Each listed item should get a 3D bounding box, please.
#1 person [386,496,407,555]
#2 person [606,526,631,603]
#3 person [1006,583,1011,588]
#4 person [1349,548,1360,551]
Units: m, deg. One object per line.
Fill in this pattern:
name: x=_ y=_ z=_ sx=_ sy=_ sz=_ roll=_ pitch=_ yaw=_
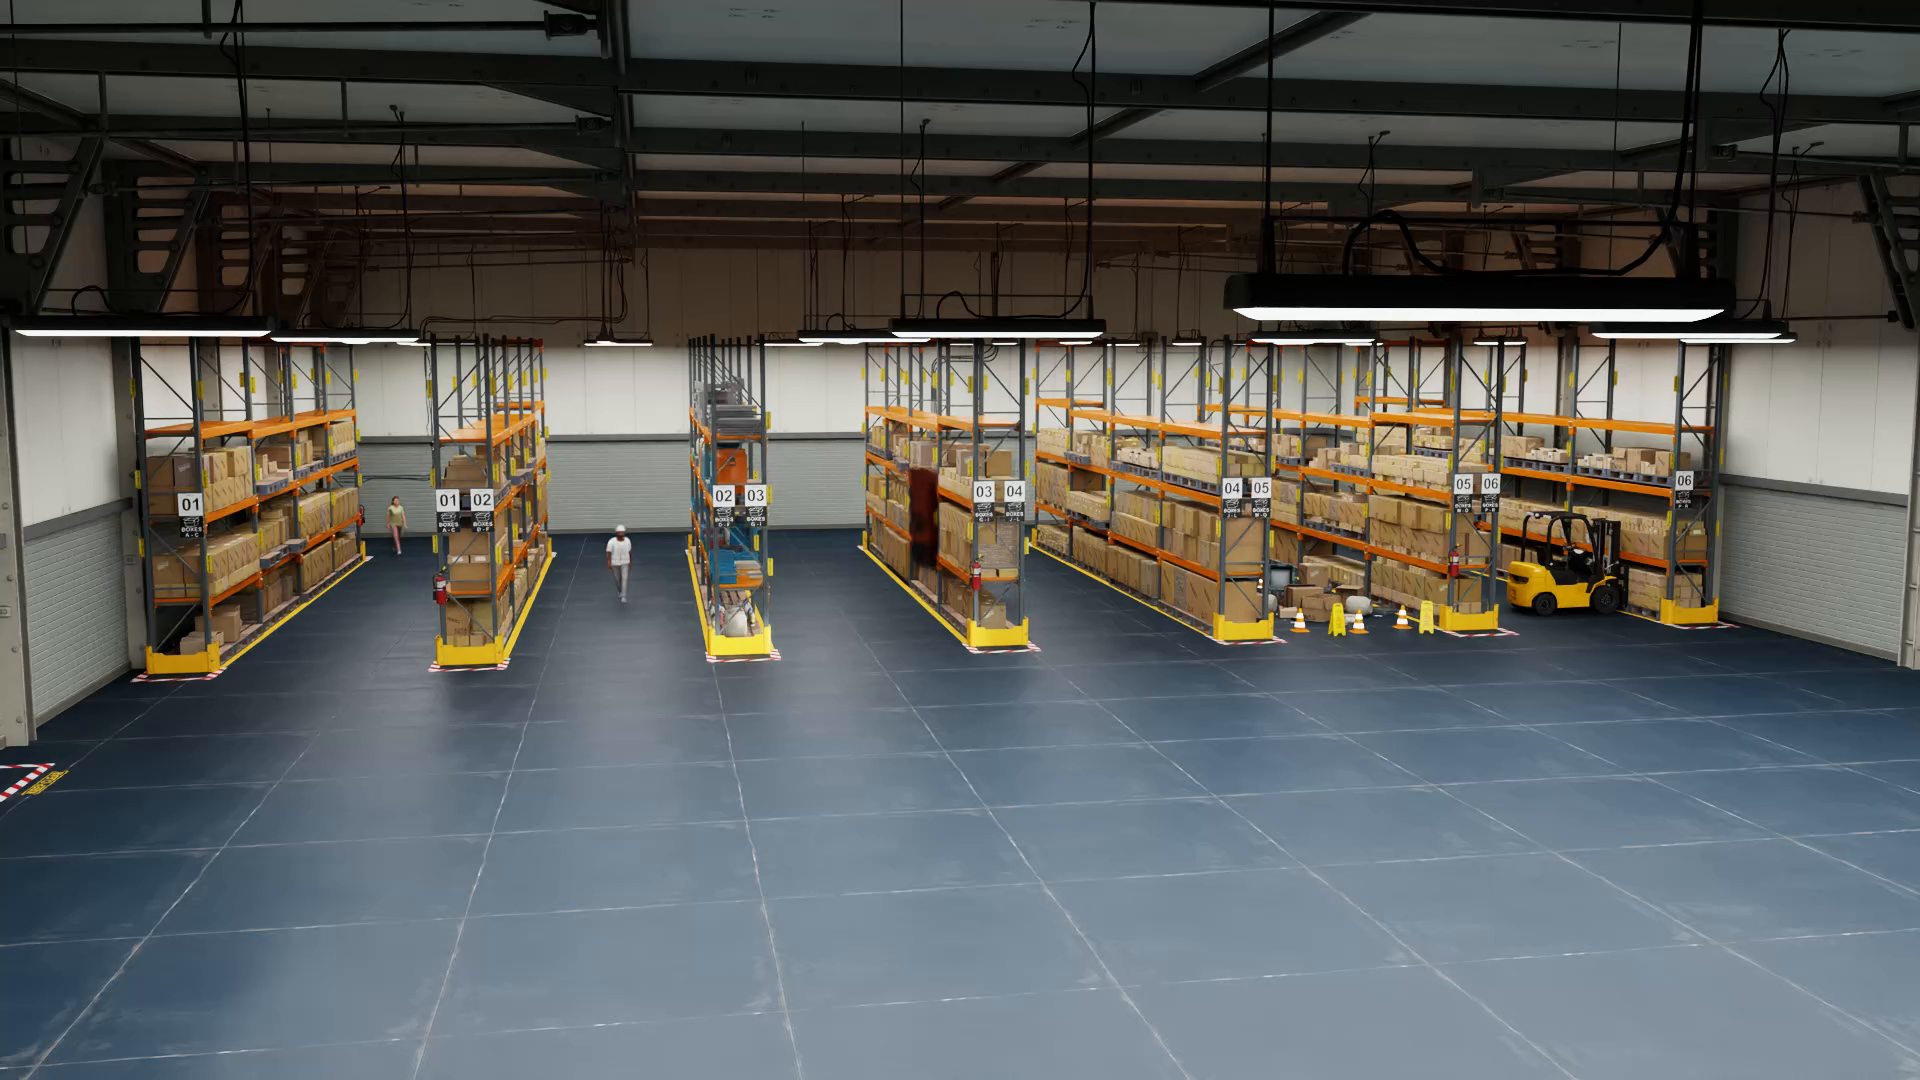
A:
person: x=-15.760 y=-0.421 z=46.488 sx=0.482 sy=1.608 sz=1.084 roll=-5 pitch=8 yaw=-36
person: x=-7.747 y=0.531 z=37.702 sx=0.526 sy=1.713 sz=1.022 roll=-1 pitch=7 yaw=-5
person: x=1.155 y=0.202 z=37.894 sx=0.591 sy=1.726 sz=1.080 roll=-2 pitch=7 yaw=-15
person: x=11.232 y=-0.528 z=47.434 sx=0.371 sy=1.690 sz=0.506 roll=4 pitch=8 yaw=31
